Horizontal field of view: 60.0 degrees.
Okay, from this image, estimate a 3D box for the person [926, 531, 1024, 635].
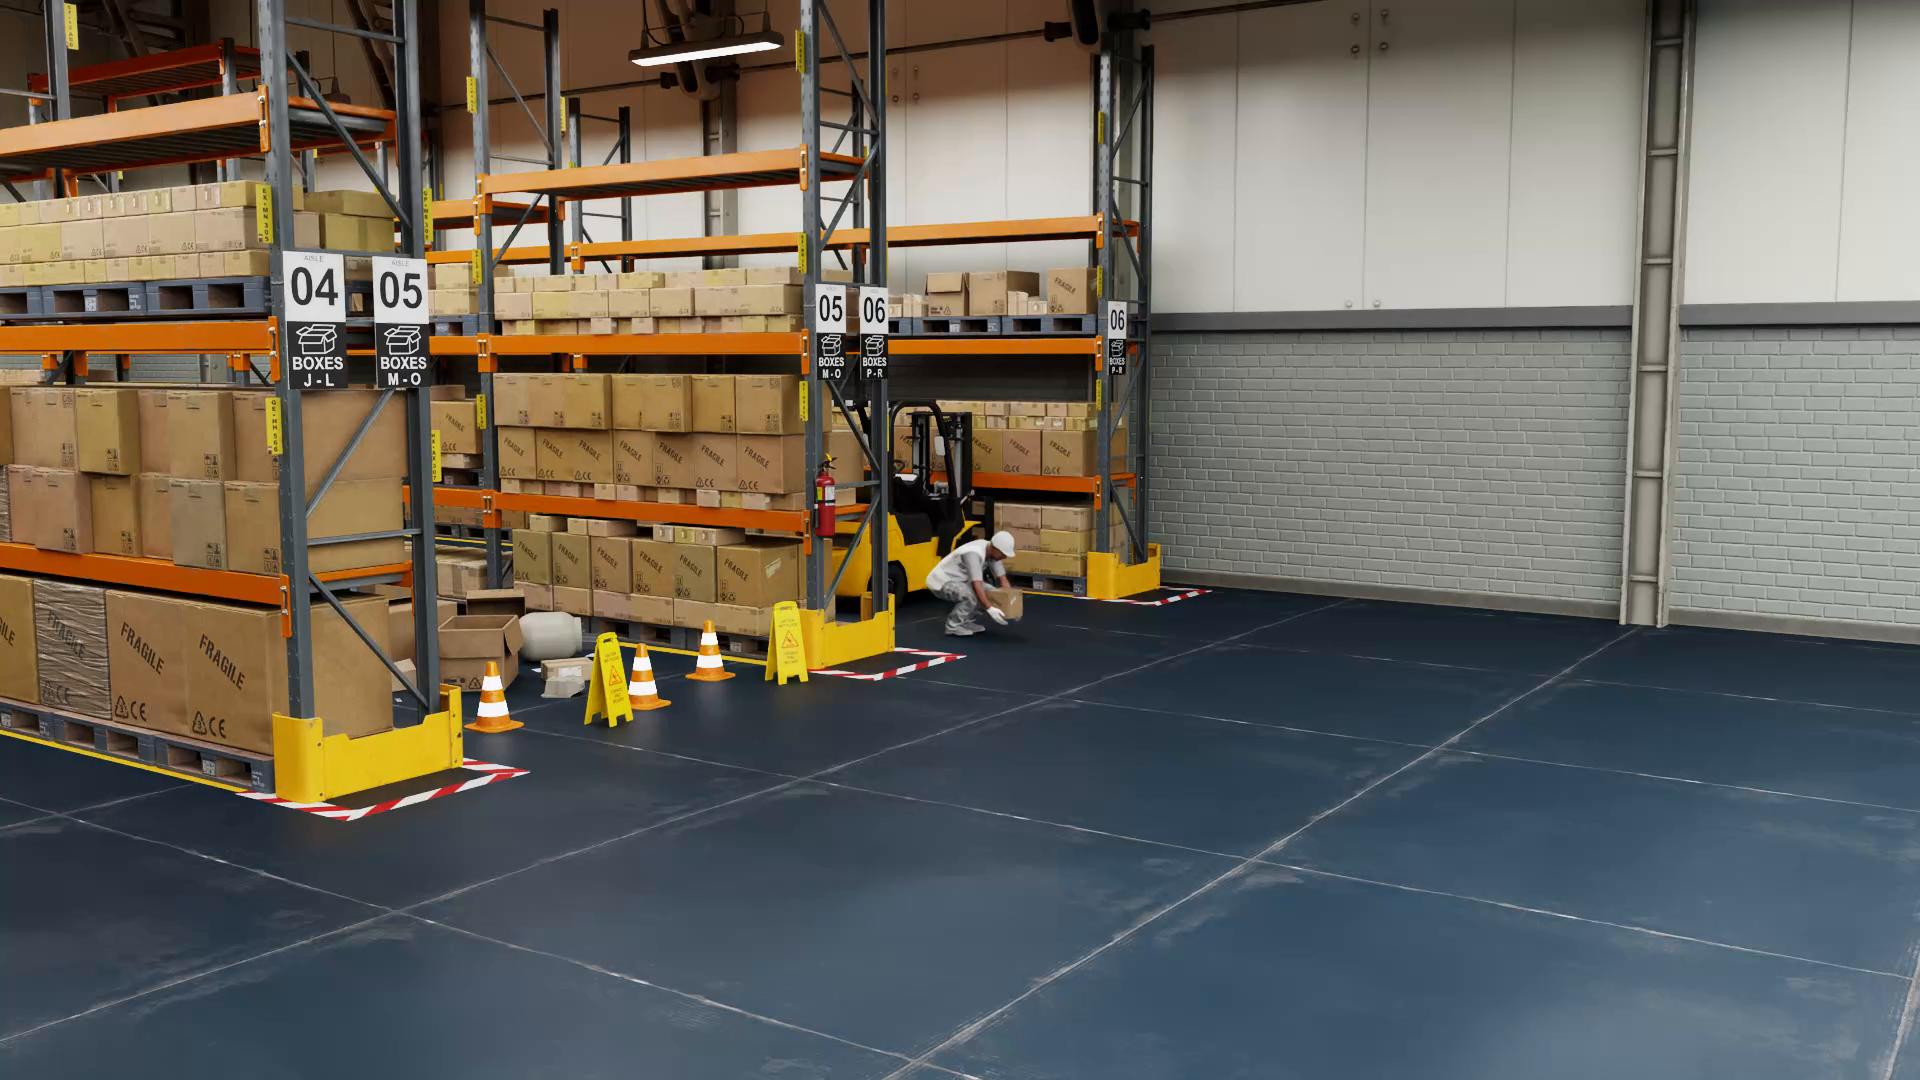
[{"bbox_3d":[0.139,0.398,15.656,0.908,0.994,0.570,4,7,33],"label":"person"}]
